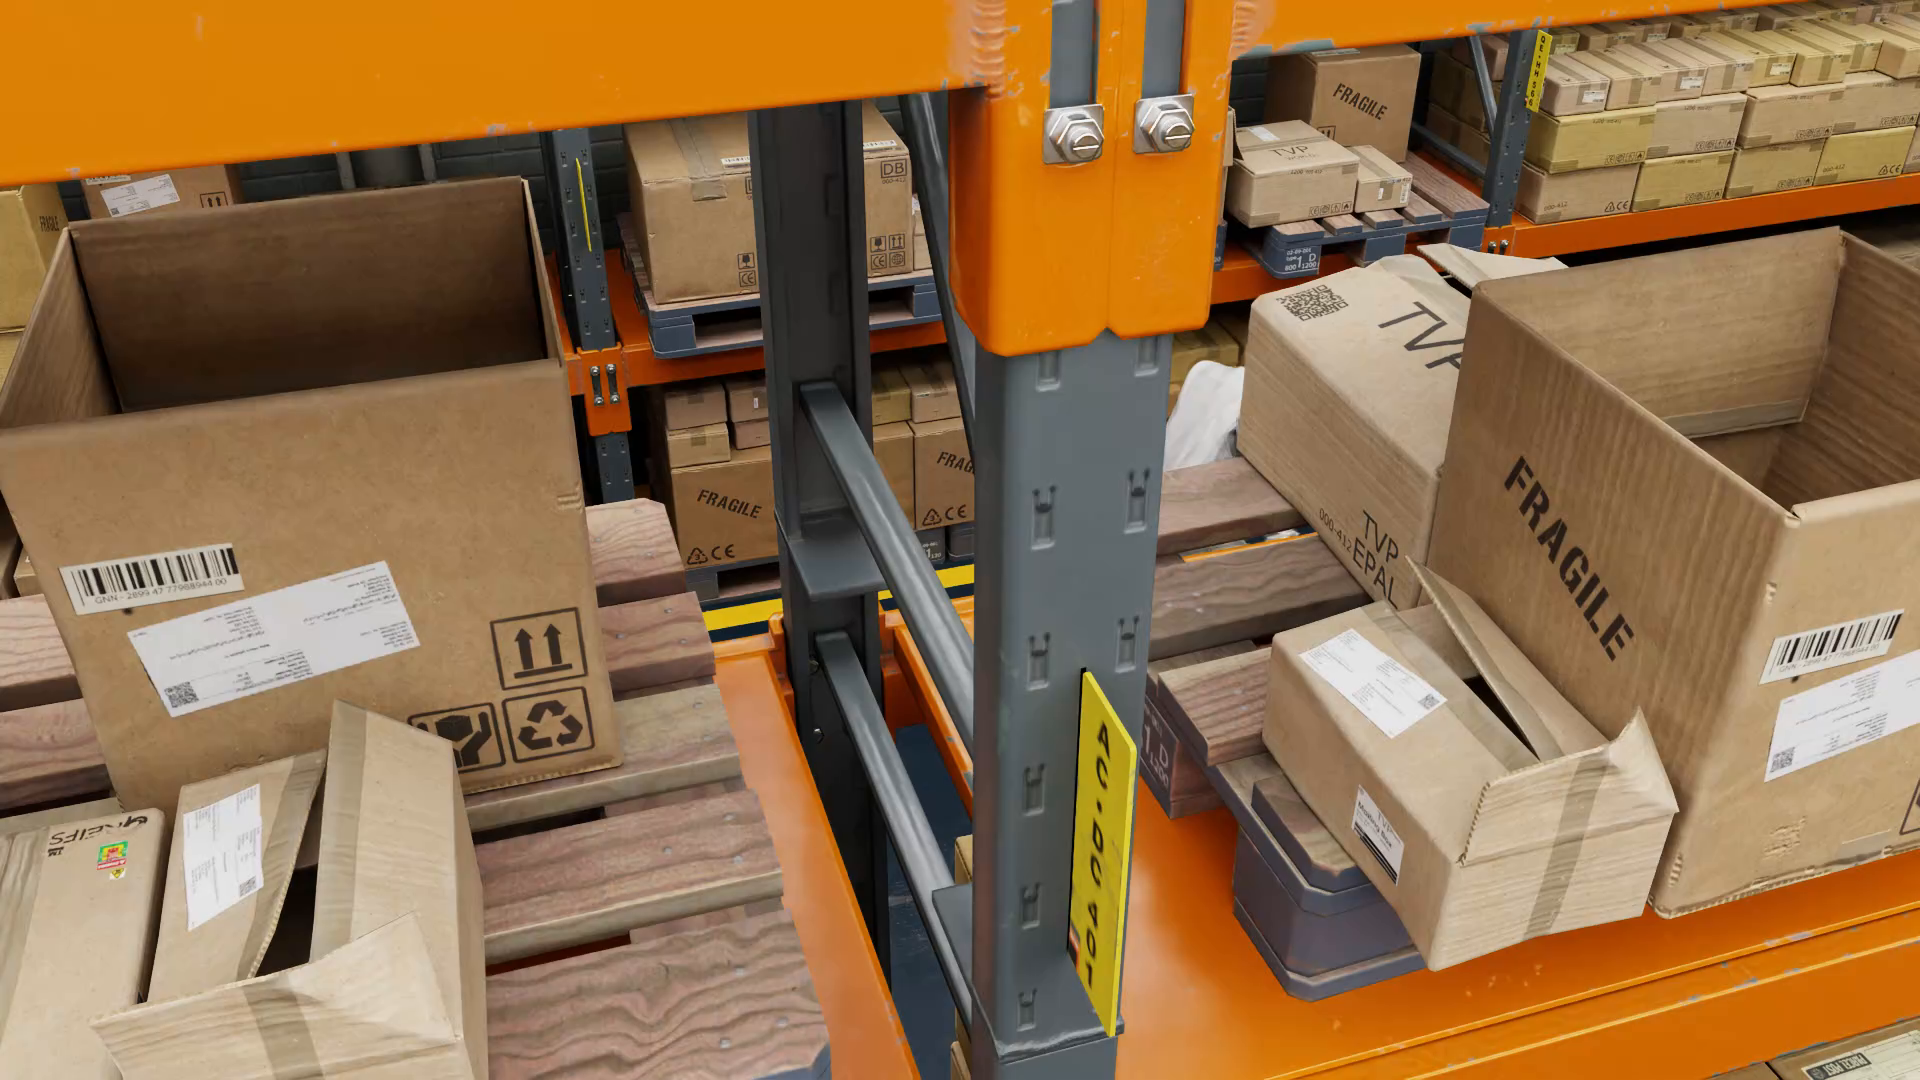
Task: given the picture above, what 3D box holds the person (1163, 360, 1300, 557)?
[{"bbox_3d":[1.015,-0.139,6.589,0.711,1.500,0.581,-11,35,-15],"label":"person"}]
